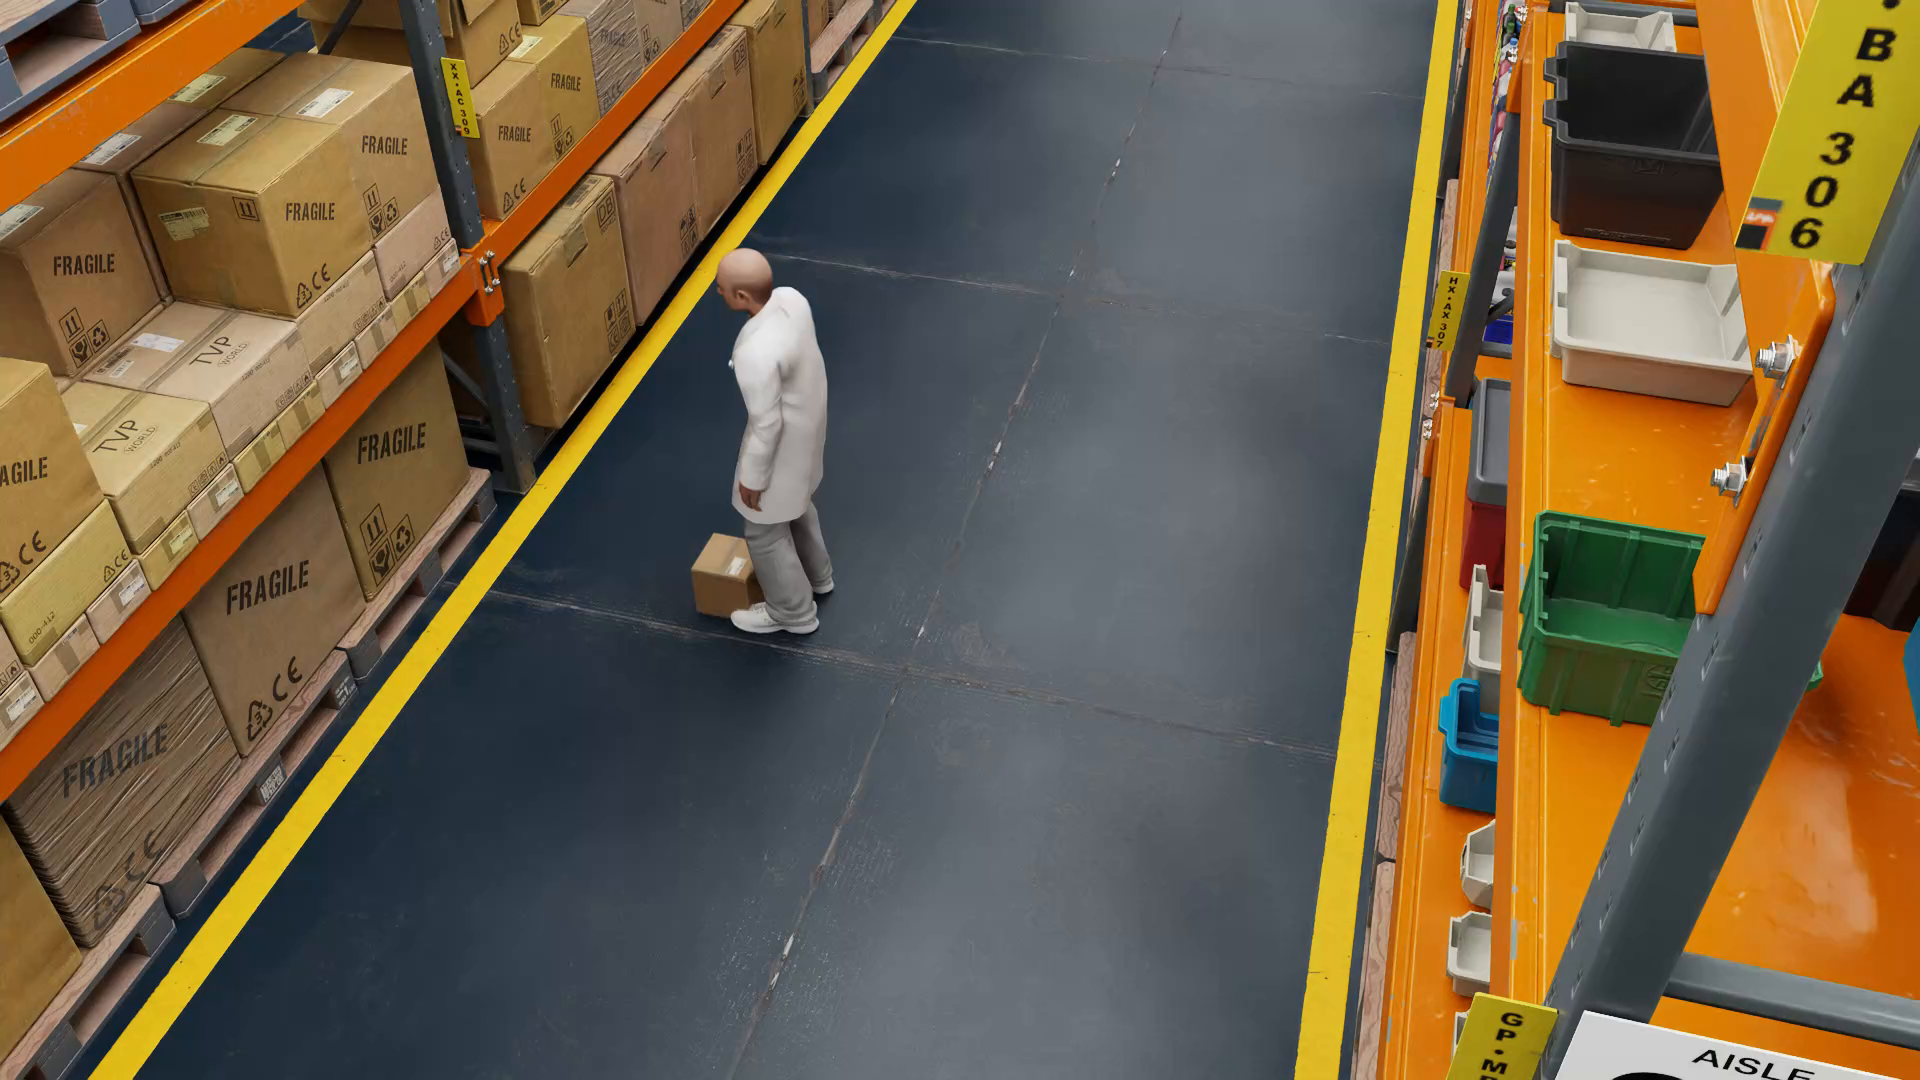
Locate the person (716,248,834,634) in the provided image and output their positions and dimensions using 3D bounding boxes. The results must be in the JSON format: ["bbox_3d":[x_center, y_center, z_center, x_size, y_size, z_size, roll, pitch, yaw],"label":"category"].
[{"bbox_3d":[-0.736,-0.379,6.614,0.427,1.773,0.633,8,41,10],"label":"person"}]
